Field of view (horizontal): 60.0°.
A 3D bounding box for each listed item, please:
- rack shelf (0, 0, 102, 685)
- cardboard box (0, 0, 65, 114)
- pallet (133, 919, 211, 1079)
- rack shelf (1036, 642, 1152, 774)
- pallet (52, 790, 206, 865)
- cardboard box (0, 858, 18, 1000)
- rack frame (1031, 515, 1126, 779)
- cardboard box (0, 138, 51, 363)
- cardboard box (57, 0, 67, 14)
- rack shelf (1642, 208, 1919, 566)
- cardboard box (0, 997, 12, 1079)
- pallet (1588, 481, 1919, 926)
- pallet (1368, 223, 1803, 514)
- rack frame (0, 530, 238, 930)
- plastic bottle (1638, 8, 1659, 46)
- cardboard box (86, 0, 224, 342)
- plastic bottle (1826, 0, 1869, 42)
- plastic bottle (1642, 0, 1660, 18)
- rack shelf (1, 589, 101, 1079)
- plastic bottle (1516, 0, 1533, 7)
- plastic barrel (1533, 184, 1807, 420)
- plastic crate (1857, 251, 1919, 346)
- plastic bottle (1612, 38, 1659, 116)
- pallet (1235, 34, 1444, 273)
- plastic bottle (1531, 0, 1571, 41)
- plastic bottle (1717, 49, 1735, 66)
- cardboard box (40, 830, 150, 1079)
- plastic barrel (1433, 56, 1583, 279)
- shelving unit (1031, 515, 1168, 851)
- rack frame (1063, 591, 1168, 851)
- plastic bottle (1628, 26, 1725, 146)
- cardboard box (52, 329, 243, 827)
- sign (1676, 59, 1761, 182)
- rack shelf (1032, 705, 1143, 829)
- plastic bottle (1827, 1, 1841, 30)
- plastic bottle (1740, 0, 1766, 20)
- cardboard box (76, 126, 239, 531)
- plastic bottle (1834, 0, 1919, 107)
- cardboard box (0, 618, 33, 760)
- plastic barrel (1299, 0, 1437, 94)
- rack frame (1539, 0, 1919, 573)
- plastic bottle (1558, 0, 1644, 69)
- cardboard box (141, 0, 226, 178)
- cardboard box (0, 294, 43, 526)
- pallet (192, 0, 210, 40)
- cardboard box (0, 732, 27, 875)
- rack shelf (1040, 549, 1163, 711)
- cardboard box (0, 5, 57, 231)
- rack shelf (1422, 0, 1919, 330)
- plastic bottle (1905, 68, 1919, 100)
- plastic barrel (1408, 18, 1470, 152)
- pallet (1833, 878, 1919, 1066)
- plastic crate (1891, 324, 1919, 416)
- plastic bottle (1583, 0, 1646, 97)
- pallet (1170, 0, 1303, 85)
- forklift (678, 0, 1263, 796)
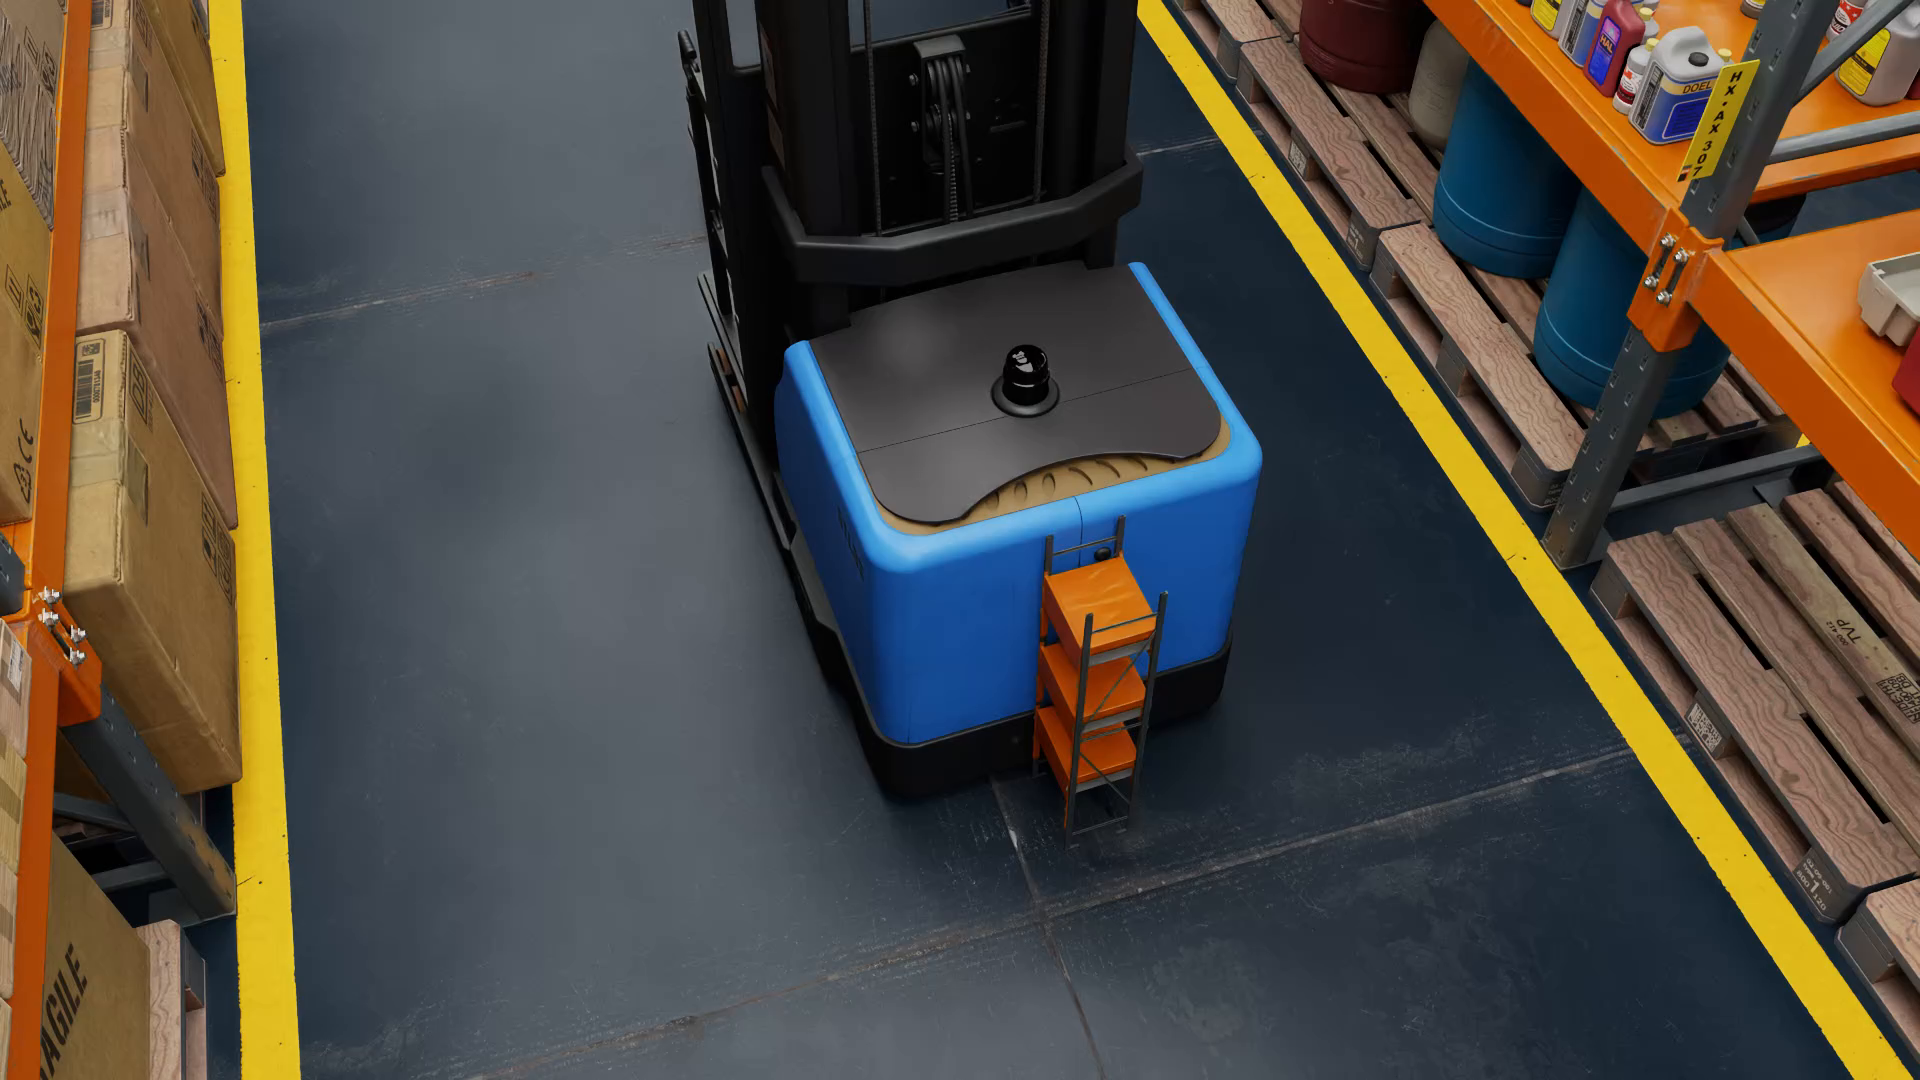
[{"bbox_3d":[-3.003,-1.132,4.713,1.077,0.370,4.000,-13,51,-11],"label":"rack shelf"},{"bbox_3d":[-2.763,-1.436,4.434,0.500,0.500,0.500,-12,51,-10],"label":"cardboard box"},{"bbox_3d":[-2.261,1.569,3.789,1.003,0.211,1.213,-13,51,-11],"label":"pallet"},{"bbox_3d":[0.337,0.401,4.239,0.215,0.259,0.240,-15,52,-12],"label":"rack shelf"},{"bbox_3d":[-2.711,0.449,4.733,1.003,0.211,1.213,-13,51,-11],"label":"pallet"},{"bbox_3d":[-1.856,0.702,2.860,0.380,0.149,0.250,-14,51,-12],"label":"cardboard box"},{"bbox_3d":[0.296,0.306,4.305,0.200,1.050,0.008,-15,52,-12],"label":"rack frame"},{"bbox_3d":[-2.458,-0.695,3.808,0.500,0.500,0.500,-13,51,-11],"label":"cardboard box"},{"bbox_3d":[-2.913,-1.808,4.747,0.500,0.500,0.500,-15,51,-12],"label":"cardboard box"},{"bbox_3d":[2.912,0.670,3.194,1.077,0.370,4.000,-13,51,-11],"label":"rack shelf"},{"bbox_3d":[-1.780,0.890,2.702,0.380,0.149,0.250,-12,51,-10],"label":"cardboard box"},{"bbox_3d":[2.575,0.404,4.771,1.003,0.211,1.213,-13,51,-11],"label":"pallet"},{"bbox_3d":[2.132,-0.697,5.699,1.003,0.211,1.213,-13,51,-11],"label":"pallet"},{"bbox_3d":[-2.411,0.097,3.206,1.000,3.000,0.127,-13,51,-11],"label":"rack frame"},{"bbox_3d":[1.853,-1.363,4.567,0.097,0.201,0.097,0,50,0],"label":"plastic bottle"},{"bbox_3d":[-3.154,-1.113,5.342,1.225,0.875,0.875,-13,51,-11],"label":"cardboard box"},{"bbox_3d":[2.528,-1.501,4.683,0.097,0.201,0.097,0,50,0],"label":"plastic bottle"},{"bbox_3d":[1.900,-1.482,4.667,0.097,0.201,0.097,0,50,0],"label":"plastic bottle"},{"bbox_3d":[-1.820,1.790,2.250,1.077,0.370,4.000,-13,51,-11],"label":"rack shelf"},{"bbox_3d":[1.681,-1.739,4.787,0.144,0.351,0.185,-13,51,-11],"label":"plastic bottle"},{"bbox_3d":[2.176,-0.883,5.130,0.600,0.901,0.708,-13,51,-11],"label":"plastic barrel"},{"bbox_3d":[2.321,-0.585,3.914,0.396,0.136,0.243,-13,51,-11],"label":"plastic crate"},{"bbox_3d":[1.834,-1.252,4.473,0.097,0.201,0.097,0,50,0],"label":"plastic bottle"},{"bbox_3d":[1.767,-1.590,6.452,1.003,0.211,1.213,-13,51,-11],"label":"pallet"},{"bbox_3d":[1.736,-1.604,4.673,0.144,0.351,0.185,-13,51,-11],"label":"plastic bottle"},{"bbox_3d":[2.008,-1.215,4.443,0.097,0.201,0.097,0,50,0],"label":"plastic bottle"},{"bbox_3d":[-2.292,1.147,3.436,0.875,0.875,0.875,-13,51,-11],"label":"cardboard box"},{"bbox_3d":[1.966,-1.400,5.566,0.600,0.901,0.708,-13,51,-11],"label":"plastic barrel"},{"bbox_3d":[0.337,0.394,4.231,0.215,1.050,0.252,-15,52,-12],"label":"shelving unit"},{"bbox_3d":[0.377,0.482,4.157,0.200,1.050,0.008,-15,52,-12],"label":"rack frame"},{"bbox_3d":[1.895,-1.198,4.379,0.152,0.276,0.135,-13,51,-11],"label":"plastic bottle"},{"bbox_3d":[-2.620,0.184,4.248,1.225,0.875,0.875,-13,51,-11],"label":"cardboard box"},{"bbox_3d":[1.794,-0.989,3.941,0.100,0.325,0.005,-13,51,-11],"label":"sign"},{"bbox_3d":[0.337,0.580,4.452,0.215,0.259,0.240,-15,52,-12],"label":"rack shelf"},{"bbox_3d":[2.499,-1.594,4.716,0.097,0.271,0.097,0,50,0],"label":"plastic bottle"},{"bbox_3d":[2.325,-1.608,4.774,0.097,0.201,0.097,0,50,0],"label":"plastic bottle"},{"bbox_3d":[-2.885,-0.469,4.798,1.225,0.875,0.875,-15,51,-12],"label":"cardboard box"},{"bbox_3d":[2.514,-1.367,4.473,0.144,0.351,0.185,-13,51,-11],"label":"plastic bottle"},{"bbox_3d":[-2.008,0.327,3.177,0.380,0.149,0.250,-13,51,-11],"label":"cardboard box"},{"bbox_3d":[1.632,-2.124,6.381,0.600,0.588,0.708,-13,51,-11],"label":"plastic barrel"},{"bbox_3d":[2.320,-1.023,4.150,1.000,3.000,0.127,-13,51,-11],"label":"rack frame"},{"bbox_3d":[1.787,-1.464,4.604,0.152,0.276,0.135,-13,51,-11],"label":"plastic bottle"},{"bbox_3d":[-3.410,-1.766,5.892,1.225,0.875,0.875,-15,52,-13],"label":"cardboard box"},{"bbox_3d":[-2.308,-0.328,3.499,0.500,0.500,0.500,-13,51,-11],"label":"cardboard box"},{"bbox_3d":[-3.824,-2.497,7.217,1.003,0.211,1.213,-13,51,-11],"label":"pallet"},{"bbox_3d":[-1.932,0.515,3.018,0.380,0.149,0.250,-12,51,-10],"label":"cardboard box"},{"bbox_3d":[0.337,0.218,4.022,0.215,0.259,0.240,-15,52,-12],"label":"rack shelf"},{"bbox_3d":[-2.606,-1.060,4.116,0.500,0.500,0.500,-14,51,-12],"label":"cardboard box"},{"bbox_3d":[1.729,-2.252,5.657,1.077,0.370,4.000,-13,51,-11],"label":"rack shelf"},{"bbox_3d":[2.619,-1.349,4.502,0.061,0.283,0.133,-13,51,-11],"label":"plastic bottle"},{"bbox_3d":[1.885,-1.707,6.080,0.421,0.512,0.421,0,50,0],"label":"plastic barrel"},{"bbox_3d":[2.939,1.297,4.019,1.003,0.211,1.213,-13,51,-11],"label":"pallet"},{"bbox_3d":[2.345,-0.354,3.505,0.402,0.464,0.583,-13,51,-11],"label":"plastic crate"},{"bbox_3d":[1.783,-1.359,4.510,0.061,0.283,0.133,-13,51,-11],"label":"plastic bottle"},{"bbox_3d":[1.410,-2.479,7.202,1.003,0.211,1.213,-13,51,-11],"label":"pallet"},{"bbox_3d":[-0.209,-1.399,4.512,1.130,2.935,3.031,-15,52,-12],"label":"forklift"}]
